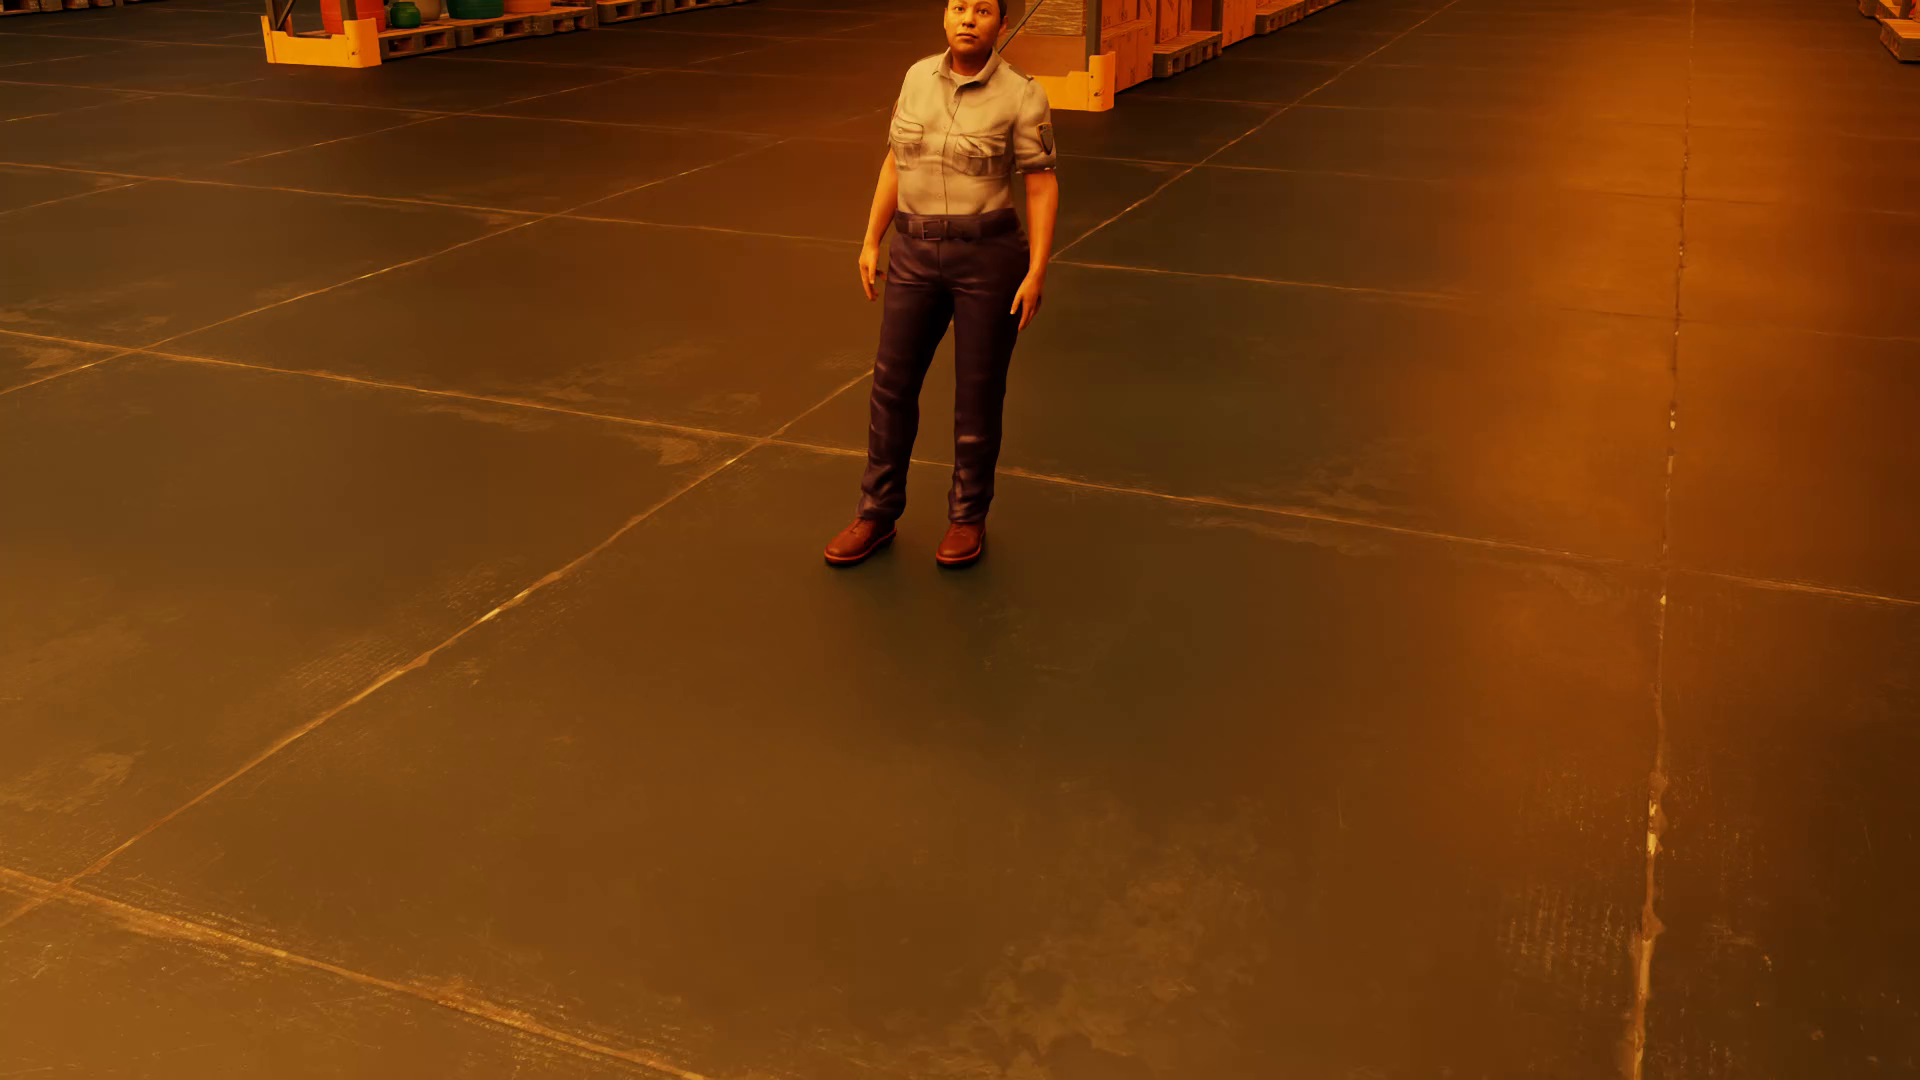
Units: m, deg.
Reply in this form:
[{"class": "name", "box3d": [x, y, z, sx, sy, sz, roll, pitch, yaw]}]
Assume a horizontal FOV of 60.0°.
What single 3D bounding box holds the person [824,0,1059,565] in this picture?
[{"class": "person", "box3d": [-0.056, -0.738, 4.704, 0.598, 1.651, 0.502, 9, 24, 21]}]
